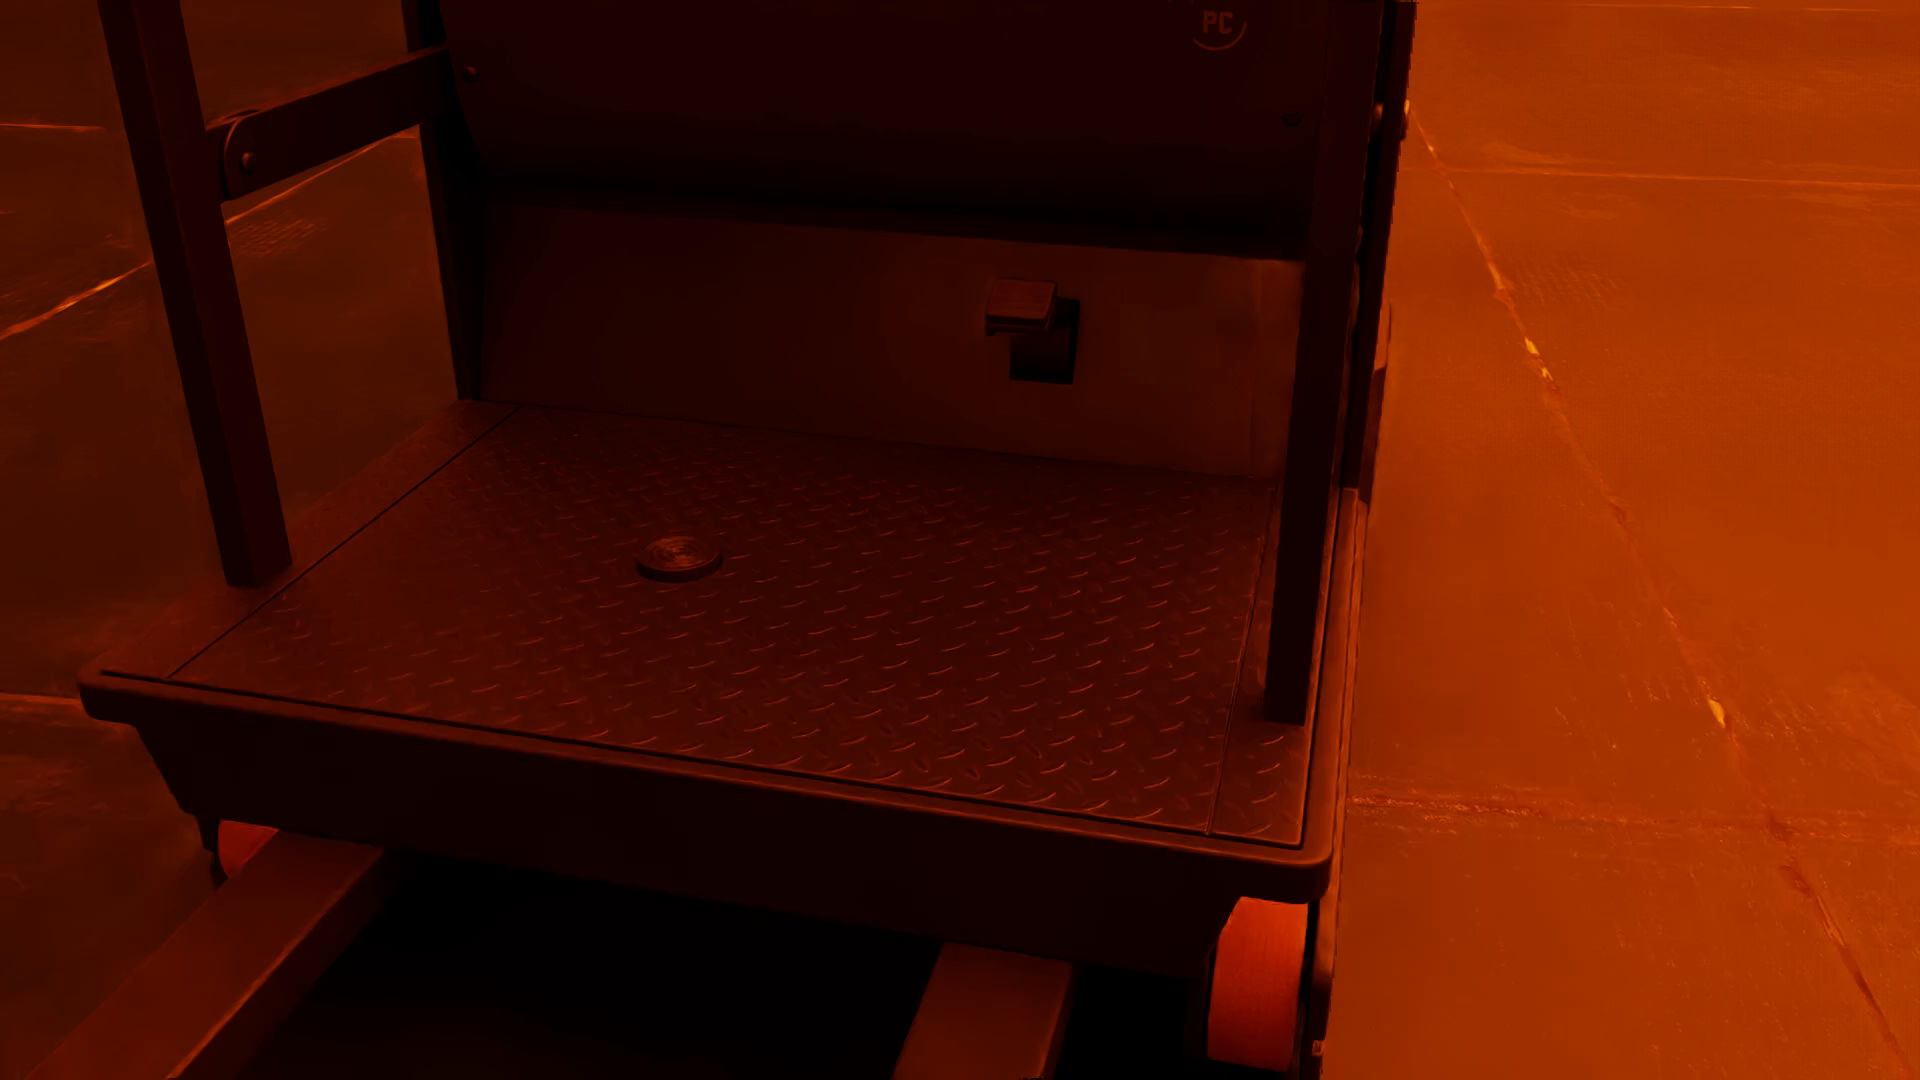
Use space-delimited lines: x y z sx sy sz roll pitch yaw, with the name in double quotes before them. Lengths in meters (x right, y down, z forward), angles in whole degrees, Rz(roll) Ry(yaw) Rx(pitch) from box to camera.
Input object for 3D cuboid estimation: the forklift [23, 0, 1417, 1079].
"forklift" -0.140 -1.016 1.253 1.130 2.935 3.031 6 27 13
